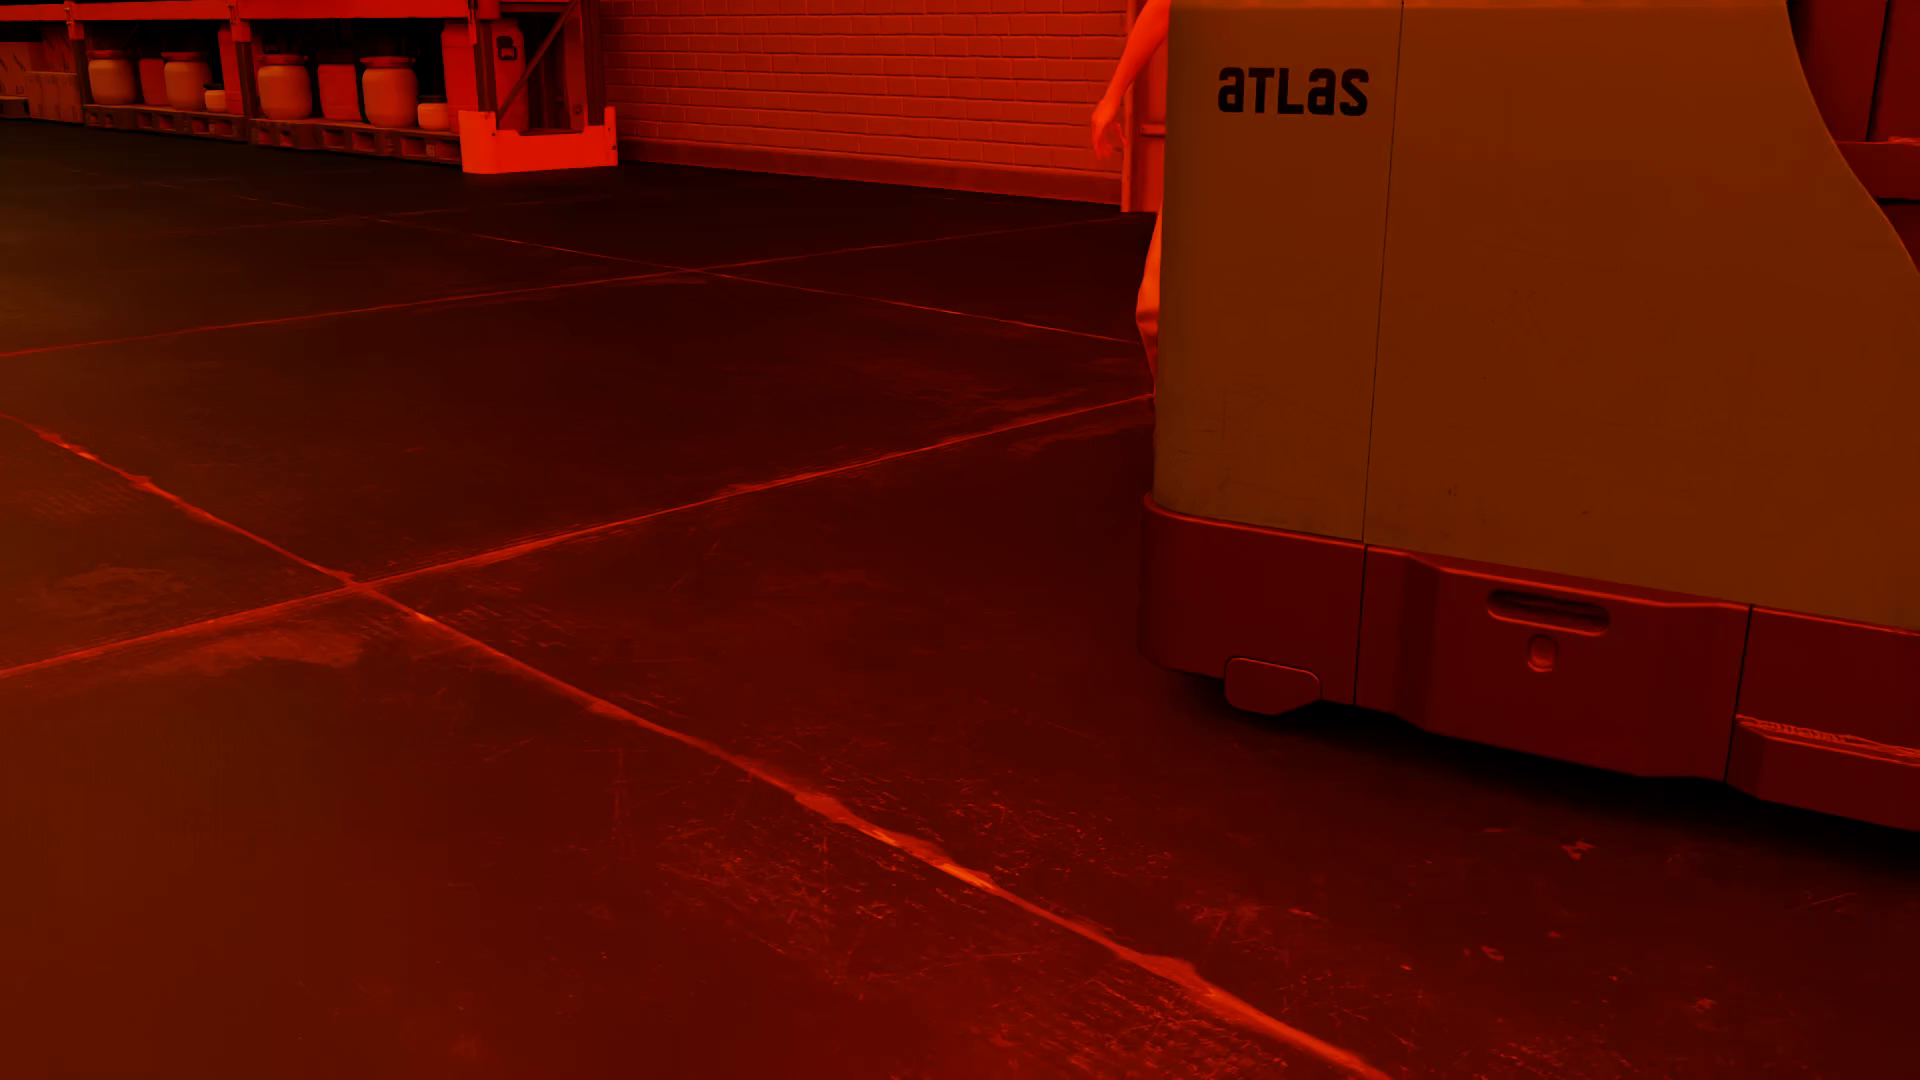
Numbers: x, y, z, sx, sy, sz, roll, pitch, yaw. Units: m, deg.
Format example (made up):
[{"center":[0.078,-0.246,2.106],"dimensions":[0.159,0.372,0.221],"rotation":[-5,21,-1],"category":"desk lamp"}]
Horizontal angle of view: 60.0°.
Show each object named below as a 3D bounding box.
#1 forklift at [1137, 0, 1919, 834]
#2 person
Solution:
[{"center":[1.805,-1.052,1.833],"dimensions":[3.031,2.935,1.130],"rotation":[10,20,30],"category":"forklift"},{"center":[0.673,-0.906,3.646],"dimensions":[0.799,1.597,0.486],"rotation":[5,18,17],"category":"person"}]
